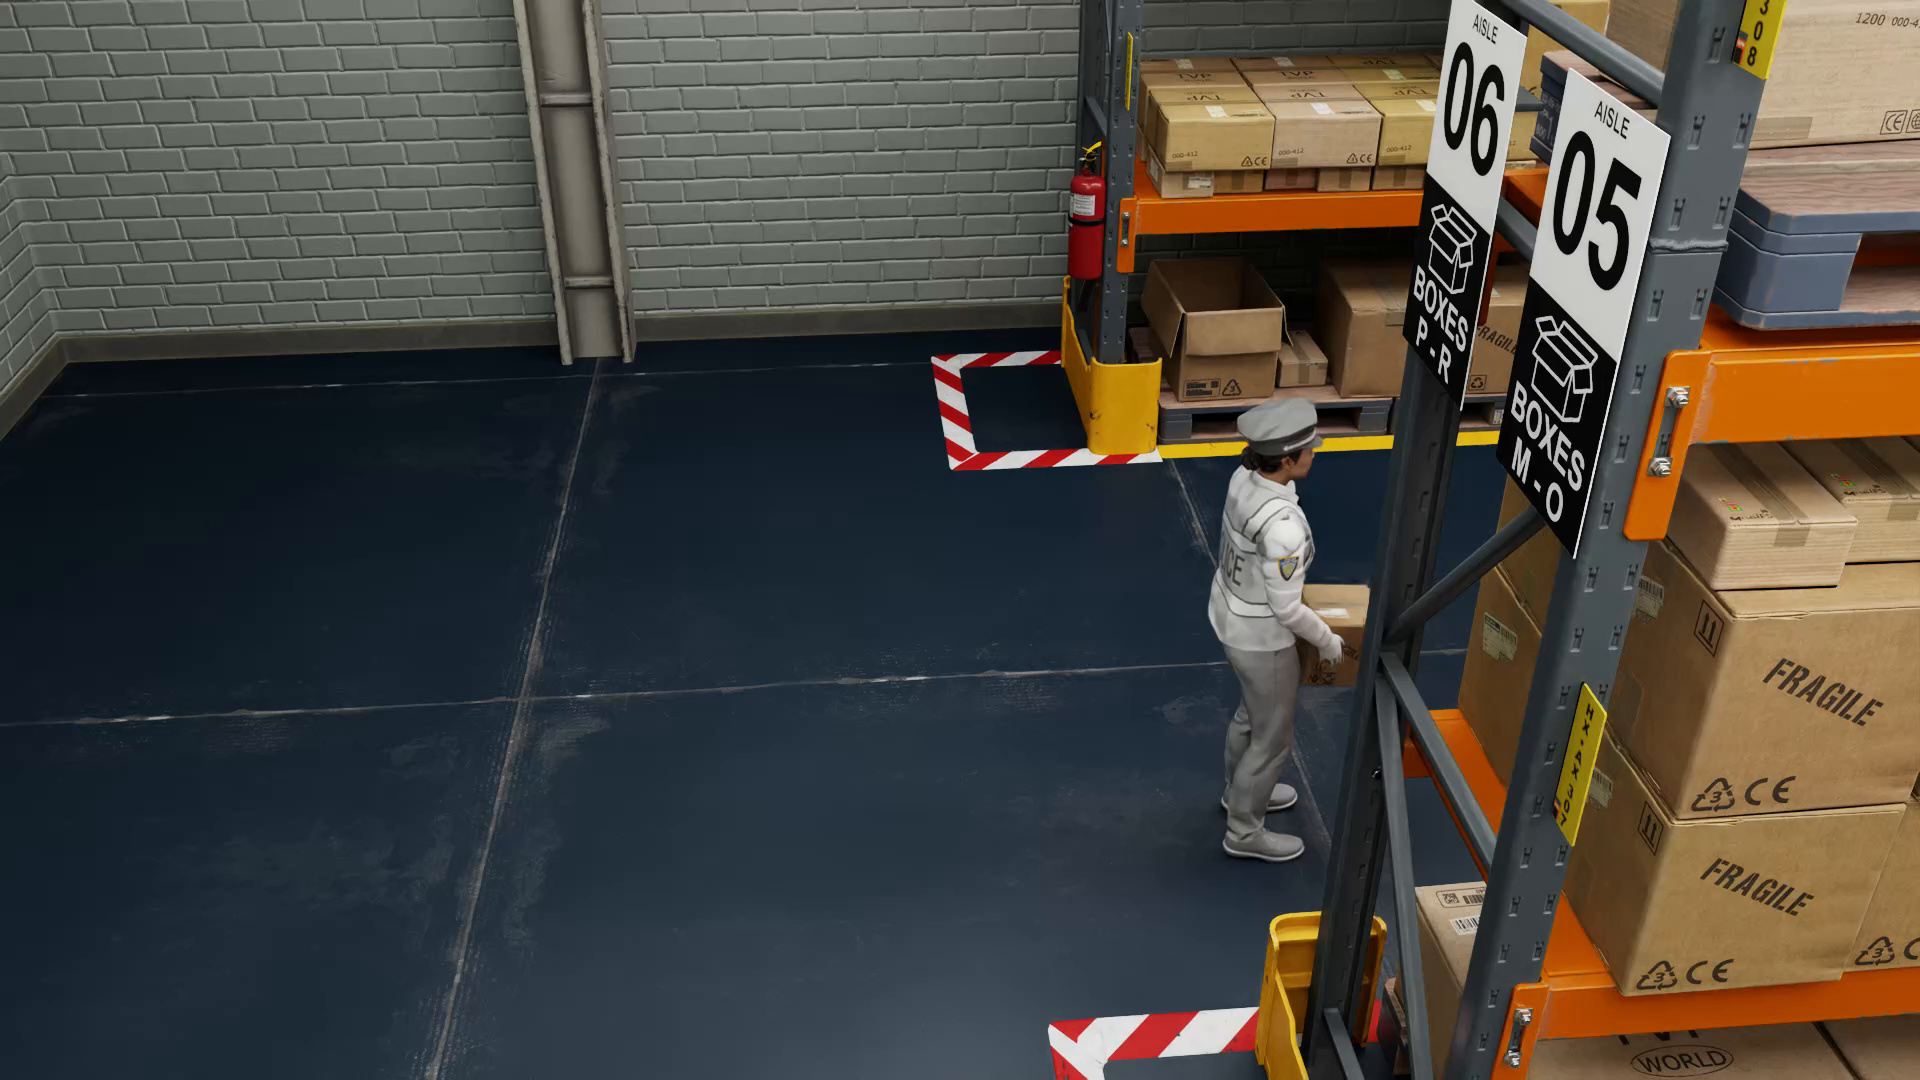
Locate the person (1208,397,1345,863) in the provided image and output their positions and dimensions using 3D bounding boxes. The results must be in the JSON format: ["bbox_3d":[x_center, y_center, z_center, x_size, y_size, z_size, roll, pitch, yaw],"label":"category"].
[{"bbox_3d":[1.057,0.301,5.613,0.425,1.686,0.498,-3,31,-5],"label":"person"}]
